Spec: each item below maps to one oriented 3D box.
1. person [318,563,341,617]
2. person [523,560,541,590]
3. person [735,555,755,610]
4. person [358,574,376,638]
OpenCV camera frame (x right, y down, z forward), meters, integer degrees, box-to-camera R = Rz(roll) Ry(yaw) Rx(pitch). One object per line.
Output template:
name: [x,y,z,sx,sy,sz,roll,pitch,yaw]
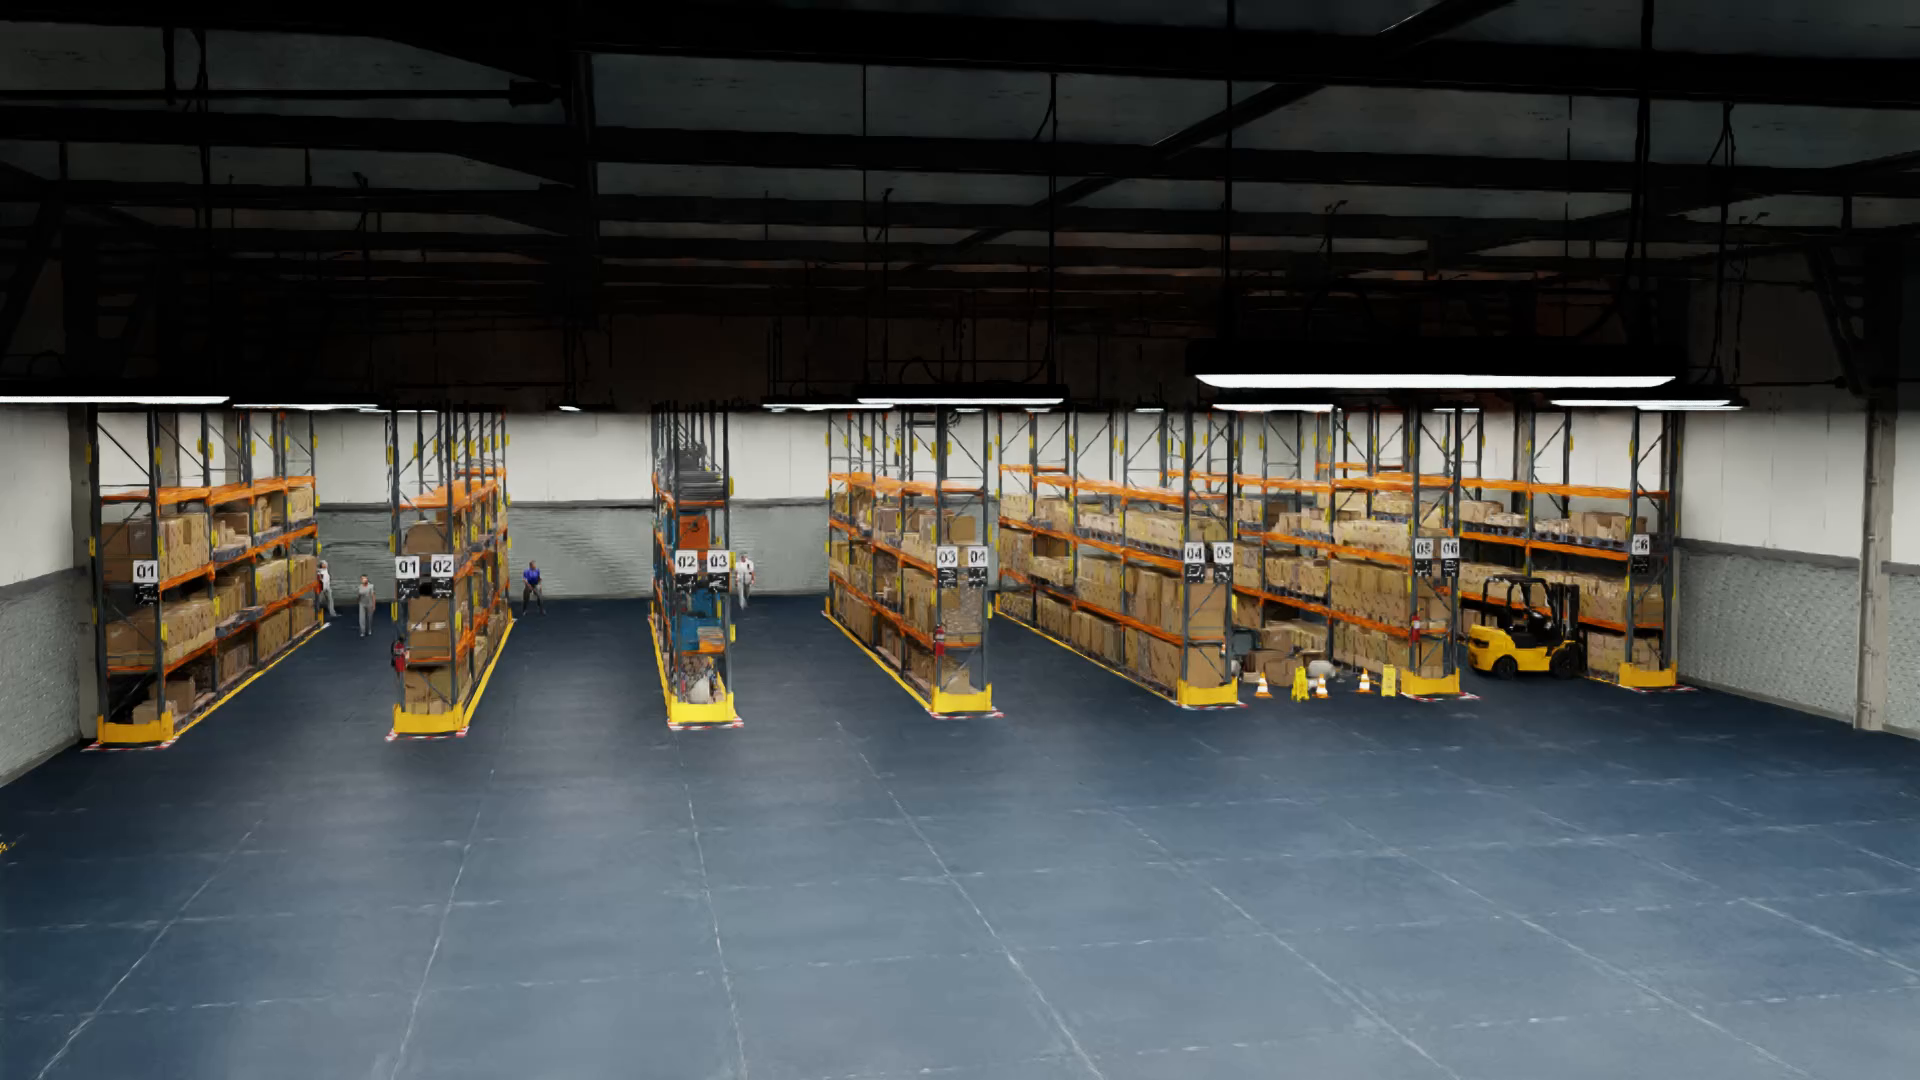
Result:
person: [-17.882,1.374,46.758,0.561,1.640,0.733,2,5,25]
person: [-12.140,1.023,47.273,0.566,0.921,0.532,-2,5,-29]
person: [-6.334,1.195,48.987,0.554,1.666,1.040,-1,4,-13]
person: [-15.307,1.680,42.904,0.455,1.612,1.019,-1,4,-13]
